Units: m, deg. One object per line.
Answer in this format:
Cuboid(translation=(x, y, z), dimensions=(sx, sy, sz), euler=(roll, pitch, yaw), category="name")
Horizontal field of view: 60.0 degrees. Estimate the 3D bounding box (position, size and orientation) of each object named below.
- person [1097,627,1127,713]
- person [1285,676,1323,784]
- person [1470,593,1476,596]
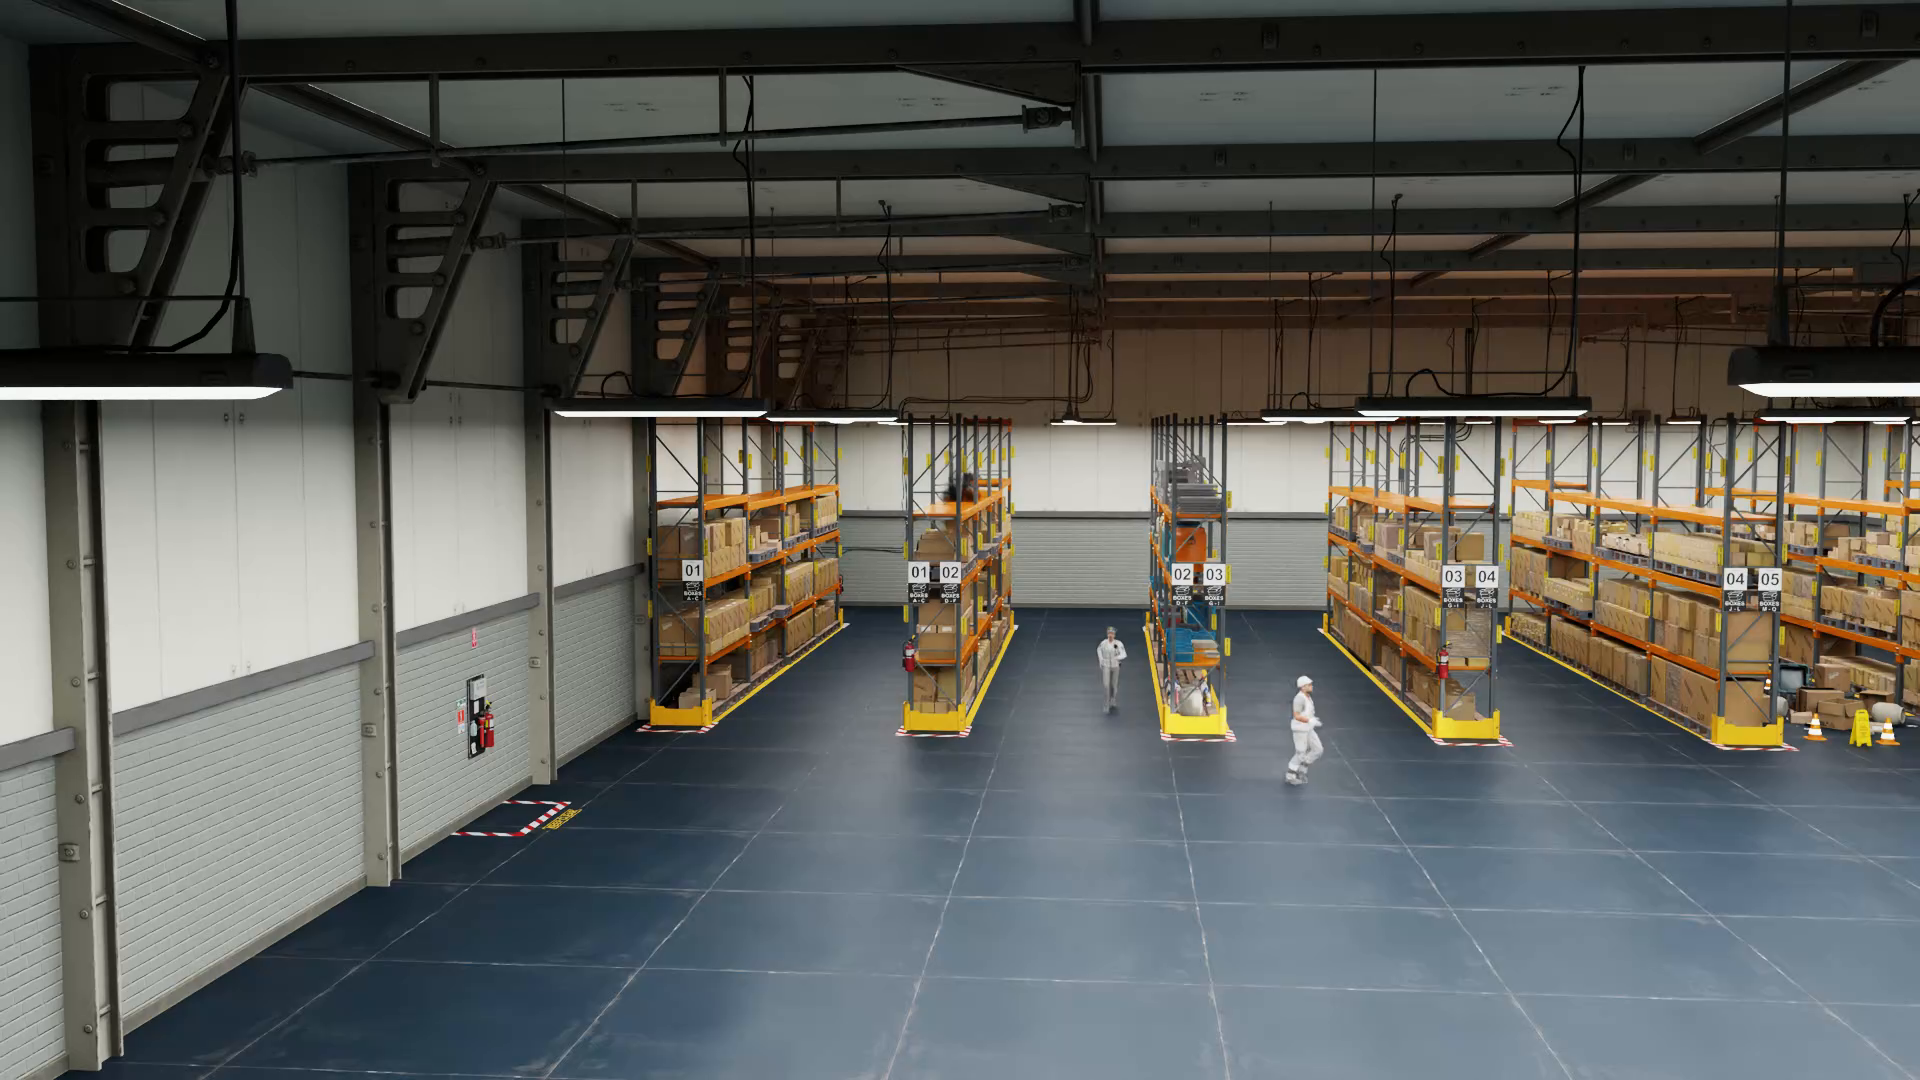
Cuboid(translation=(3.077, 2.615, 33.713), dimensions=(0.600, 1.743, 0.741), euler=(0, 4, 7), category="person")
Cuboid(translation=(5.520, 3.047, 26.571), dimensions=(0.652, 1.754, 0.635), euler=(3, 5, 33), category="person")
Cuboid(translation=(14.448, 1.729, 47.114), dimensions=(1.173, 1.633, 0.772), euler=(-1, 4, -13), category="person")
